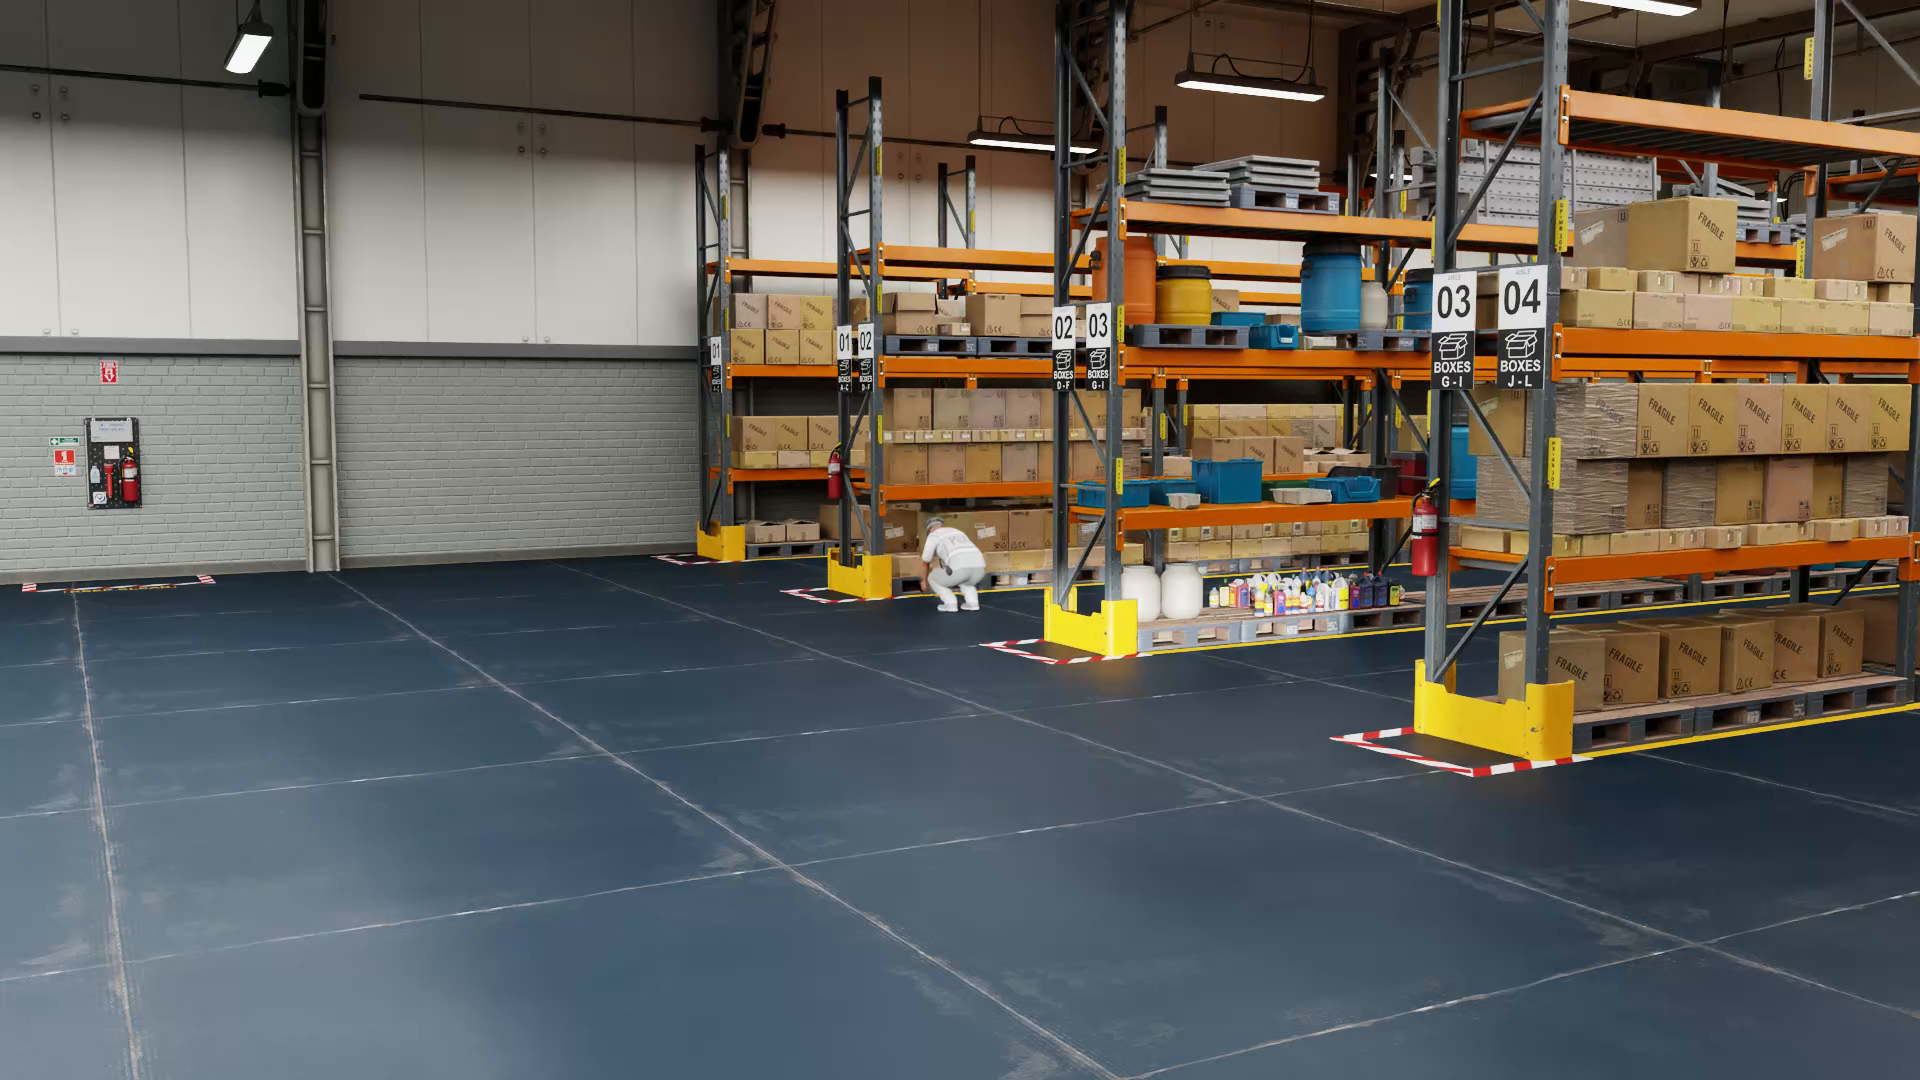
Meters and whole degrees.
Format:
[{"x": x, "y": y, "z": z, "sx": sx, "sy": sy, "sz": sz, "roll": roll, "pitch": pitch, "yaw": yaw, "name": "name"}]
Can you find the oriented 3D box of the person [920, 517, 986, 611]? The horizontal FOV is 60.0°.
[{"x": -0.094, "y": 0.269, "z": 18.438, "sx": 0.565, "sy": 1.012, "sz": 0.914, "roll": -3, "pitch": 6, "yaw": -29, "name": "person"}]
